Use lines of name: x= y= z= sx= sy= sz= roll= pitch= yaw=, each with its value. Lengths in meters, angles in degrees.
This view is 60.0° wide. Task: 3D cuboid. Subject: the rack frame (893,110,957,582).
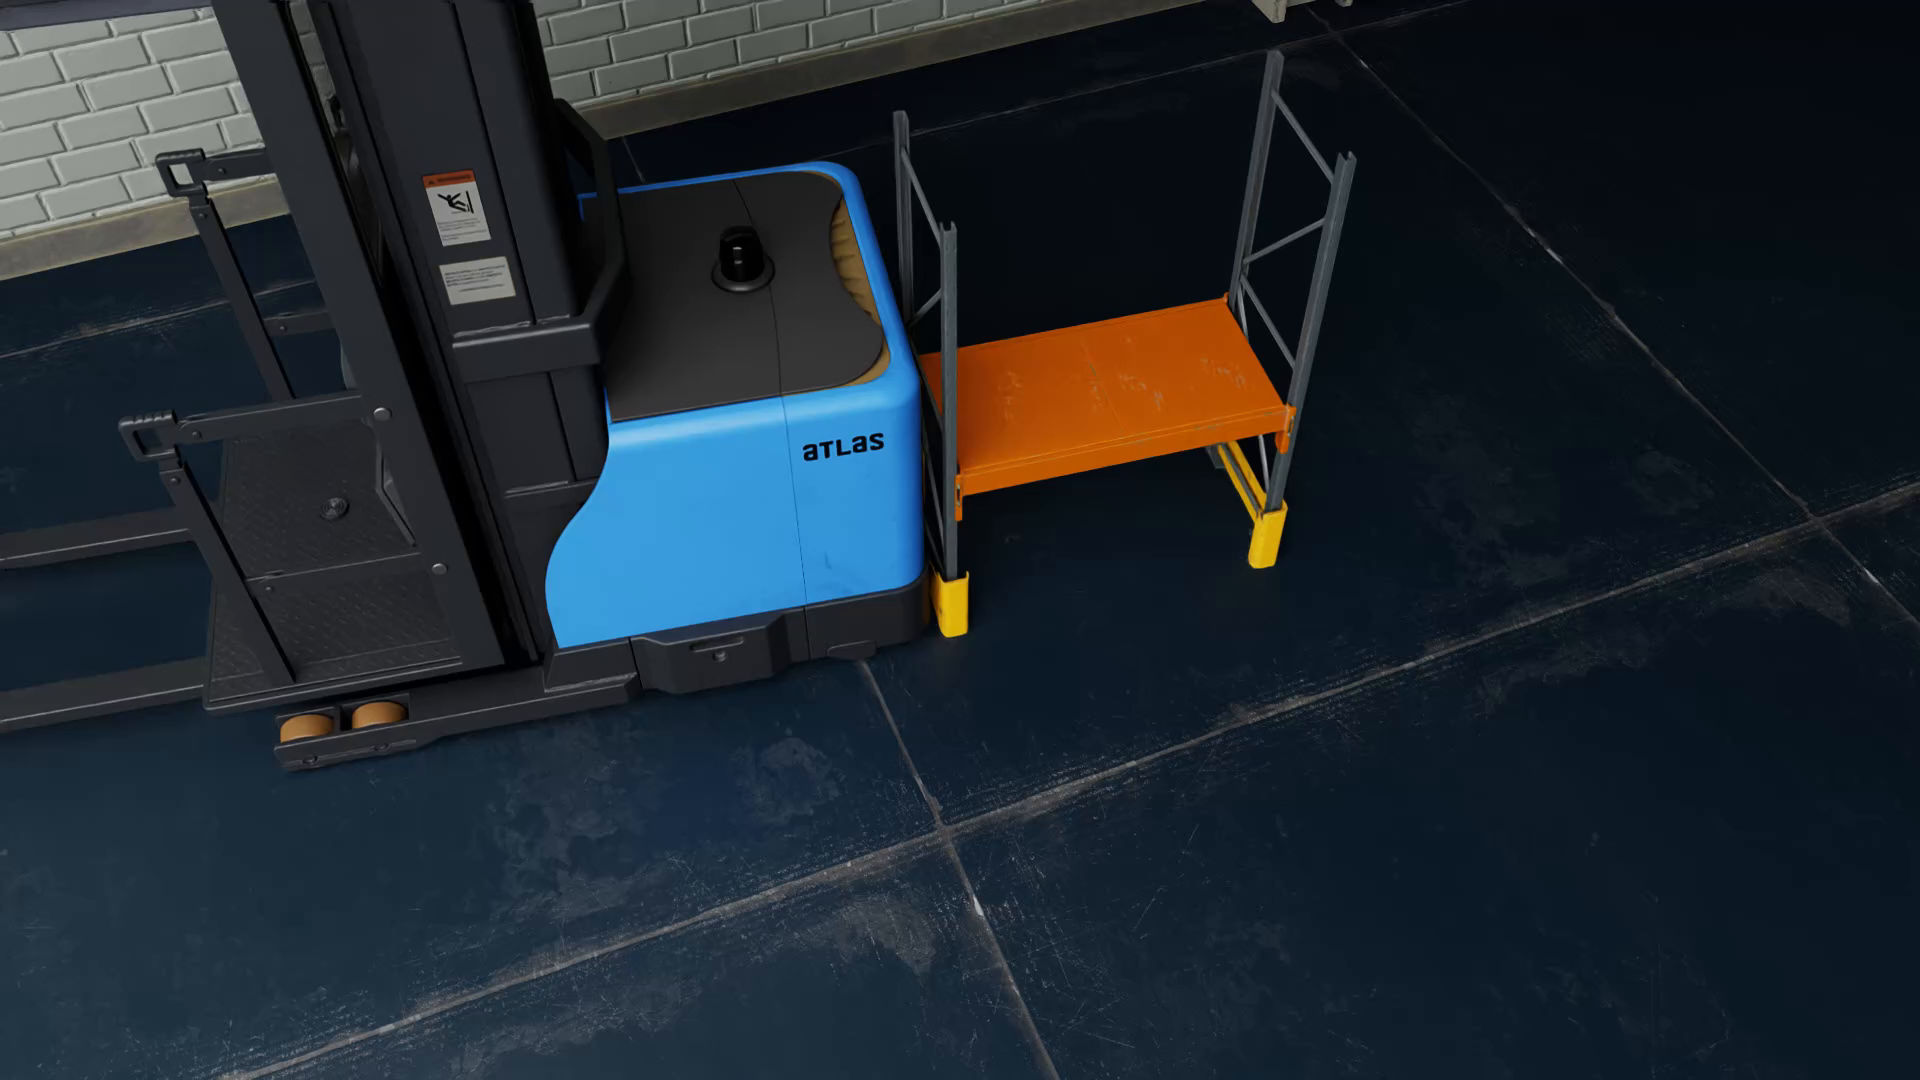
rack frame: x=-0.088 y=-0.415 z=4.617 sx=0.032 sy=1.500 sz=0.500 roll=-12 pitch=50 yaw=-10

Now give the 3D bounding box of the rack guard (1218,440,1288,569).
rack guard: x=0.873 y=-0.210 z=5.265 sx=0.087 sy=0.250 sz=0.587 roll=-12 pitch=50 yaw=-10

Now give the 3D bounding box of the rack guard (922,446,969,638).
rack guard: x=-0.087 y=-0.008 z=5.092 sx=0.087 sy=0.250 sz=0.587 roll=-12 pitch=50 yaw=-10

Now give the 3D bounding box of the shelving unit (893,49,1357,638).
shelving unit: x=0.393 y=-0.516 z=4.704 sx=1.083 sy=1.500 sz=0.587 roll=-12 pitch=50 yaw=-10

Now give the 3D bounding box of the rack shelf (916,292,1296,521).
rack shelf: x=0.402 y=-0.401 z=4.842 sx=1.000 sy=0.185 sz=0.538 roll=-12 pitch=50 yaw=-10

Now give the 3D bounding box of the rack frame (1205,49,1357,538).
rack frame: x=0.892 y=-0.621 z=4.795 sx=0.032 sy=1.500 sz=0.500 roll=-12 pitch=50 yaw=-10

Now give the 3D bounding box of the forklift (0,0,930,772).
forklift: x=-1.661 y=-0.754 z=3.965 sx=3.031 sy=2.935 sz=1.130 roll=-10 pitch=50 yaw=-8
